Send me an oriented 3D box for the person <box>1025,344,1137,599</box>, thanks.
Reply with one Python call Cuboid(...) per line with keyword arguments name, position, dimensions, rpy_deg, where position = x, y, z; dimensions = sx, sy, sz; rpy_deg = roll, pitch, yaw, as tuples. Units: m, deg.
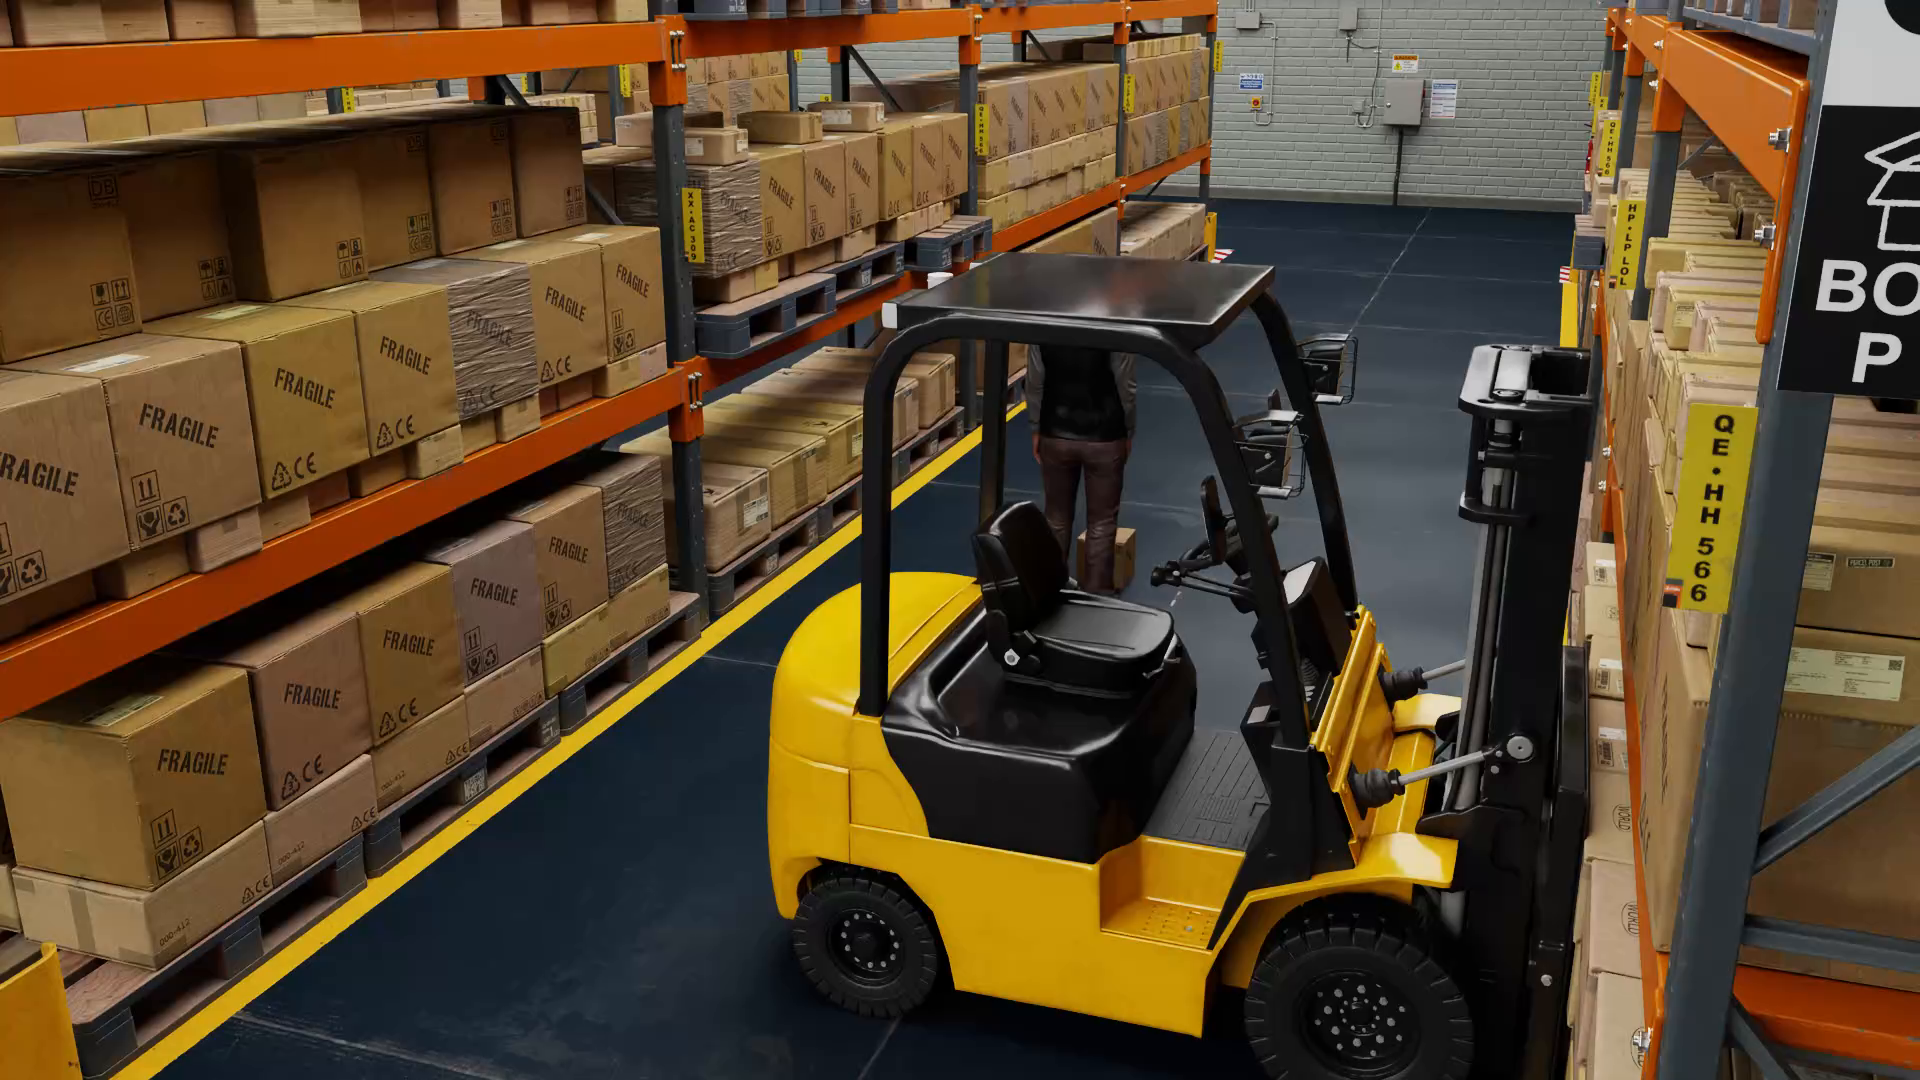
Cuboid(name="person", position=(0.590, -0.473, 8.022), dimensions=(0.544, 1.726, 0.393), rpy_deg=(7, 20, 19))
